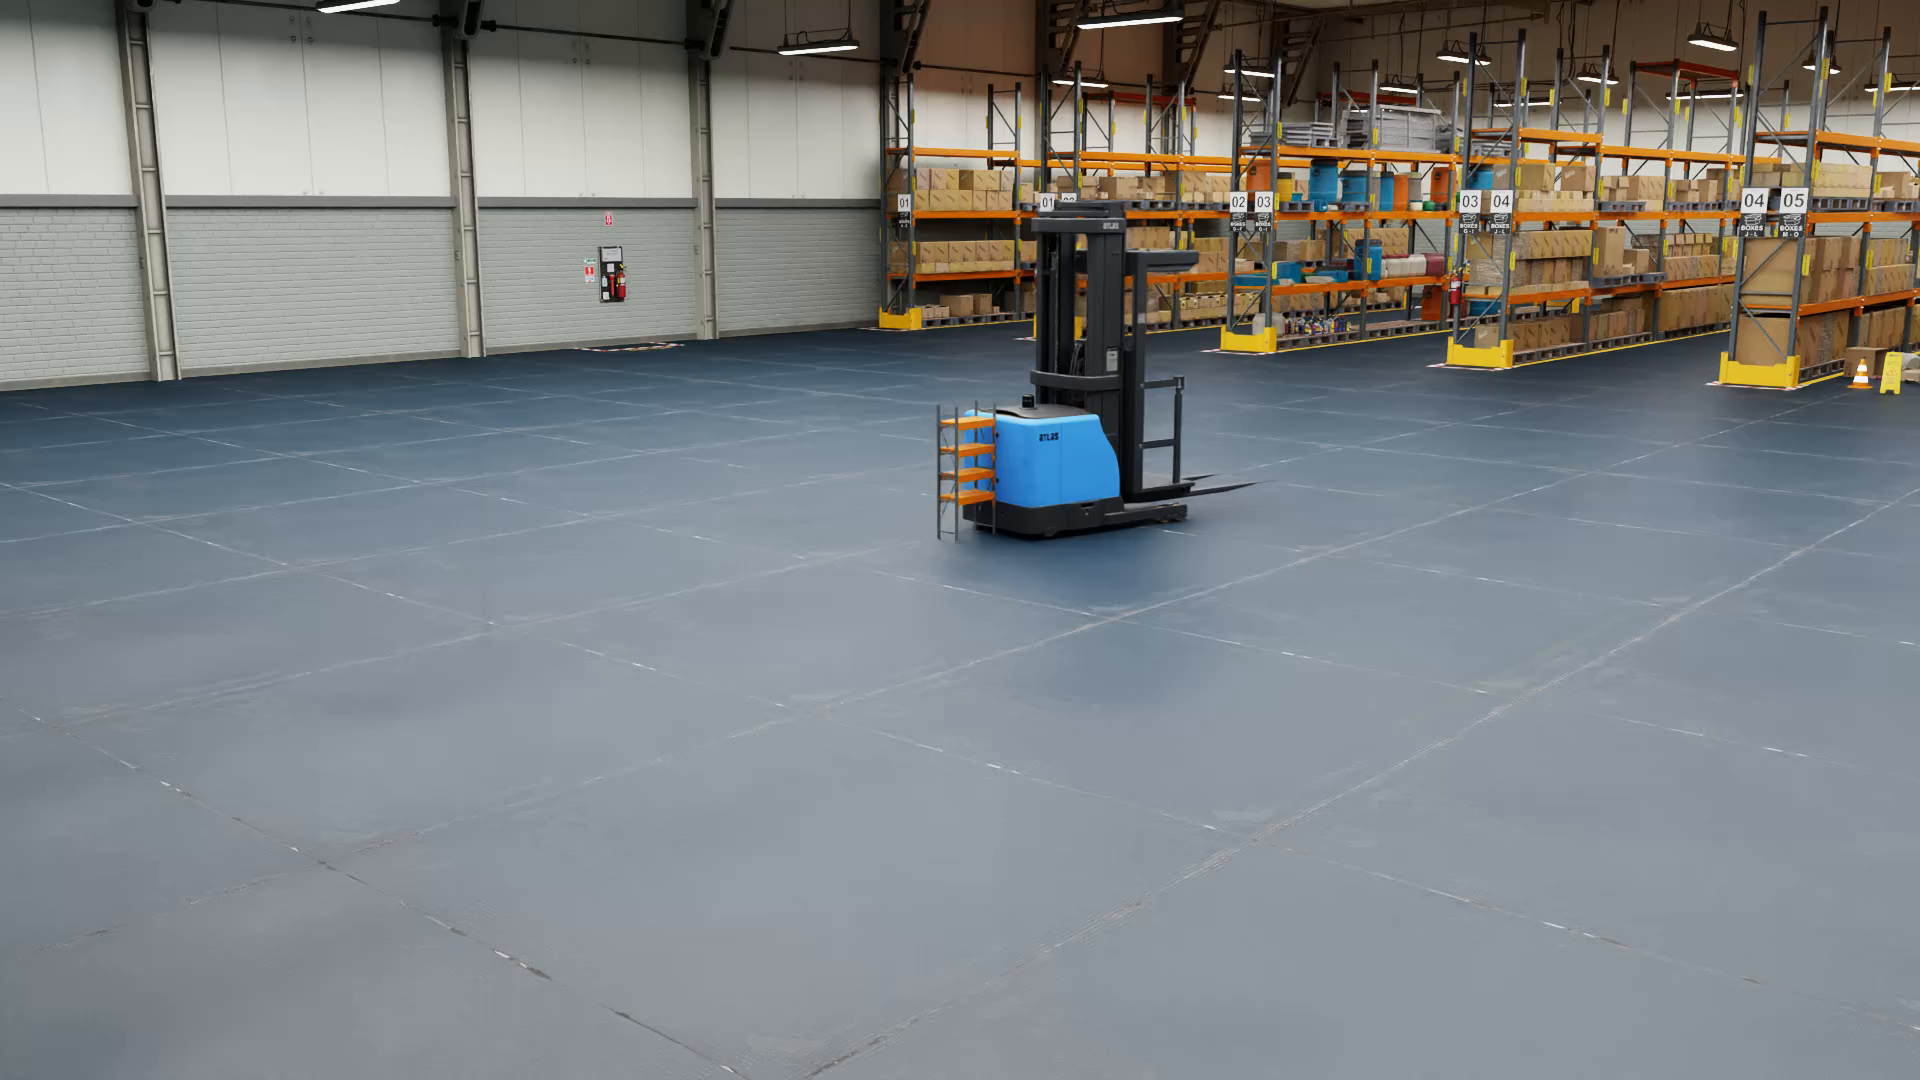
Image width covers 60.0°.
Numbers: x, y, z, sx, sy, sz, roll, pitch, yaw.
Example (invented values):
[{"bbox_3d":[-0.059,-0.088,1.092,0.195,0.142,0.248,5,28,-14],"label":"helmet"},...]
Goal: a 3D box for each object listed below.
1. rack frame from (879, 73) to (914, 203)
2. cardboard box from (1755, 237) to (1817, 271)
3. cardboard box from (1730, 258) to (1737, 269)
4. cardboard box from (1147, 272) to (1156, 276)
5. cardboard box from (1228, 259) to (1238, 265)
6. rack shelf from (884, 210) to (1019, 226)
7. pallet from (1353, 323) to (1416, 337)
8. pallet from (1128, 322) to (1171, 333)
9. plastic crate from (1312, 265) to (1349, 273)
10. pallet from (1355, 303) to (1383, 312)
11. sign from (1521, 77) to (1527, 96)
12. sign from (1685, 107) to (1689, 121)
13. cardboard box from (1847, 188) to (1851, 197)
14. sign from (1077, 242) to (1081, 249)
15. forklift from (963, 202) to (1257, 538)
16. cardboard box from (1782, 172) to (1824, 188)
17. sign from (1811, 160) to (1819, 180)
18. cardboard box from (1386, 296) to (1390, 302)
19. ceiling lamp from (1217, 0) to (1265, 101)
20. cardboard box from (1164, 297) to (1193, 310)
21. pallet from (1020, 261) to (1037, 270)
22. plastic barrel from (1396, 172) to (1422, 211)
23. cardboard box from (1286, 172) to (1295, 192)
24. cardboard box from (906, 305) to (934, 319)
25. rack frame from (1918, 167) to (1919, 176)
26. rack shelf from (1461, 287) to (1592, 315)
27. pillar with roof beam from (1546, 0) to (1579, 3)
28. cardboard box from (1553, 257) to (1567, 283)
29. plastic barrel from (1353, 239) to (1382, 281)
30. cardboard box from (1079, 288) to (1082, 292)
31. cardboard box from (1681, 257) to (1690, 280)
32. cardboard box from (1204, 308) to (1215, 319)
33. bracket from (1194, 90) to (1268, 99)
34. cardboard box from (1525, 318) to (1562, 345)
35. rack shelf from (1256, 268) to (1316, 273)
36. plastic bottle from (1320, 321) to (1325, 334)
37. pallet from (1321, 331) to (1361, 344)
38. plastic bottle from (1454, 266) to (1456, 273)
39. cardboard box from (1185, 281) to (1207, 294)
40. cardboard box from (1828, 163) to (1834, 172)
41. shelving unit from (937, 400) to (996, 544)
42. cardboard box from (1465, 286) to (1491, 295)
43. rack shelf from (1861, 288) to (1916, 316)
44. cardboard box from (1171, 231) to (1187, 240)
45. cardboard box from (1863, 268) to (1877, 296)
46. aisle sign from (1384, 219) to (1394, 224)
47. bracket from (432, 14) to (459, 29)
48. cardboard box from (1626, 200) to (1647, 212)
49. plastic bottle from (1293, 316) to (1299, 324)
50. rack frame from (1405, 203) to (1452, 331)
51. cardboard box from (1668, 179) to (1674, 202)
[{"bbox_3d":[-1.513,-9.590,39.750,1.000,3.000,0.127,10,15,40],"label":"rack frame"},{"bbox_3d":[13.877,-4.816,28.025,0.875,0.550,0.550,10,15,40],"label":"cardboard box"},{"bbox_3d":[18.410,-6.672,40.083,0.500,0.250,0.500,10,15,40],"label":"cardboard box"},{"bbox_3d":[4.220,-6.501,39.346,0.700,0.500,0.500,10,15,40],"label":"cardboard box"},{"bbox_3d":[6.756,-7.035,42.502,0.500,0.311,0.500,10,15,40],"label":"cardboard box"},{"bbox_3d":[-0.192,-8.060,41.587,1.077,0.370,4.000,10,15,40],"label":"rack shelf"},{"bbox_3d":[9.864,-4.889,38.650,1.003,0.211,1.213,10,15,40],"label":"pallet"},{"bbox_3d":[4.295,-5.118,39.794,1.003,0.211,1.213,10,15,40],"label":"pallet"},{"bbox_3d":[8.128,-5.865,36.573,0.767,0.338,0.504,10,15,40],"label":"plastic crate"},{"bbox_3d":[11.391,-6.687,47.654,1.003,0.211,1.213,10,15,40],"label":"pallet"},{"bbox_3d":[10.057,-8.095,29.680,0.100,0.325,0.005,10,15,40],"label":"sign"},{"bbox_3d":[17.170,-10.045,39.240,0.100,0.325,0.005,10,15,40],"label":"sign"},{"bbox_3d":[15.109,-5.979,28.644,0.380,0.149,0.250,10,15,40],"label":"cardboard box"},{"bbox_3d":[2.624,-6.399,36.677,0.100,0.325,0.005,10,15,40],"label":"sign"},{"bbox_3d":[1.516,-1.664,15.557,3.031,2.935,1.130,-8,14,-35],"label":"forklift"},{"bbox_3d":[13.820,-5.907,27.263,0.500,0.250,0.500,10,15,40],"label":"cardboard box"},{"bbox_3d":[13.722,-5.936,26.682,0.100,0.325,0.005,10,15,40],"label":"sign"},{"bbox_3d":[12.264,-7.029,48.354,0.380,0.166,0.250,10,15,40],"label":"cardboard box"},{"bbox_3d":[7.965,-13.732,45.586,0.800,3.185,2.000,10,15,40],"label":"ceiling lamp"},{"bbox_3d":[5.311,-5.758,40.396,0.500,0.311,0.500,10,15,41],"label":"cardboard box"},{"bbox_3d":[1.742,-7.236,43.771,1.003,0.211,1.213,10,15,40],"label":"pallet"},{"bbox_3d":[10.505,-8.168,39.010,0.600,0.901,0.600,0,11,0],"label":"plastic barrel"},{"bbox_3d":[8.458,-9.409,43.693,0.500,0.500,0.500,10,15,40],"label":"cardboard box"},{"bbox_3d":[-0.988,-5.635,41.009,0.500,0.311,0.500,8,14,34],"label":"cardboard box"},{"bbox_3d":[21.230,-8.778,35.685,1.000,3.000,0.127,10,15,40],"label":"rack frame"},{"bbox_3d":[10.970,-4.668,32.262,1.077,0.370,4.000,10,15,40],"label":"rack shelf"},{"bbox_3d":[19.422,-15.128,45.269,6.894,0.400,0.400,10,15,40],"label":"pillar with roof beam"},{"bbox_3d":[11.336,-5.296,32.555,0.875,0.500,0.500,10,15,40],"label":"cardboard box"},{"bbox_3d":[9.052,-6.219,36.910,0.600,0.901,0.708,10,15,40],"label":"plastic barrel"},{"bbox_3d":[2.905,-6.641,45.564,0.700,0.500,0.500,10,15,40],"label":"cardboard box"},{"bbox_3d":[16.130,-6.141,37.544,0.500,0.500,0.500,9,15,39],"label":"cardboard box"},{"bbox_3d":[5.982,-5.633,41.204,0.500,0.250,0.500,9,15,39],"label":"cardboard box"},{"bbox_3d":[8.462,-13.730,51.286,0.076,0.066,4.783,10,15,40],"label":"bracket"},{"bbox_3d":[11.624,-4.156,33.173,0.500,0.500,0.500,-7,13,-30],"label":"cardboard box"},{"bbox_3d":[8.812,-7.127,44.570,1.077,0.370,4.000,10,15,40],"label":"rack shelf"},{"bbox_3d":[7.786,-4.566,35.758,0.097,0.271,0.097,0,11,0],"label":"plastic bottle"},{"bbox_3d":[8.095,-4.495,36.676,1.003,0.211,1.213,10,15,40],"label":"pallet"},{"bbox_3d":[11.900,-6.496,40.085,0.097,0.201,0.097,0,11,0],"label":"plastic bottle"},{"bbox_3d":[6.979,-7.490,49.865,0.700,0.500,0.500,10,15,41],"label":"cardboard box"},{"bbox_3d":[14.270,-6.184,27.633,0.380,0.149,0.250,10,15,41],"label":"cardboard box"},{"bbox_3d":[0.058,-0.607,14.689,0.258,1.200,0.503,10,15,42],"label":"shelving unit"},{"bbox_3d":[9.683,-4.672,31.086,0.380,0.149,0.250,10,15,40],"label":"cardboard box"},{"bbox_3d":[17.269,-4.601,31.923,1.077,0.370,4.000,10,15,40],"label":"rack shelf"},{"bbox_3d":[6.292,-8.884,48.553,0.500,0.250,0.500,10,15,42],"label":"cardboard box"},{"bbox_3d":[16.498,-4.751,30.583,0.500,0.500,0.500,10,15,41],"label":"cardboard box"},{"bbox_3d":[12.597,-9.685,48.905,0.394,0.787,0.004,10,15,40],"label":"aisle sign"},{"bbox_3d":[-9.629,-9.697,31.098,0.235,0.232,0.430,10,15,40],"label":"bracket"},{"bbox_3d":[14.150,-7.051,35.081,0.500,0.250,0.500,10,15,42],"label":"cardboard box"},{"bbox_3d":[7.320,-4.717,36.309,0.144,0.351,0.185,10,15,40],"label":"plastic bottle"},{"bbox_3d":[11.210,-6.544,39.817,1.000,3.000,0.127,10,15,40],"label":"rack frame"},{"bbox_3d":[15.279,-7.730,36.762,0.797,0.503,0.637,11,16,44],"label":"cardboard box"}]
